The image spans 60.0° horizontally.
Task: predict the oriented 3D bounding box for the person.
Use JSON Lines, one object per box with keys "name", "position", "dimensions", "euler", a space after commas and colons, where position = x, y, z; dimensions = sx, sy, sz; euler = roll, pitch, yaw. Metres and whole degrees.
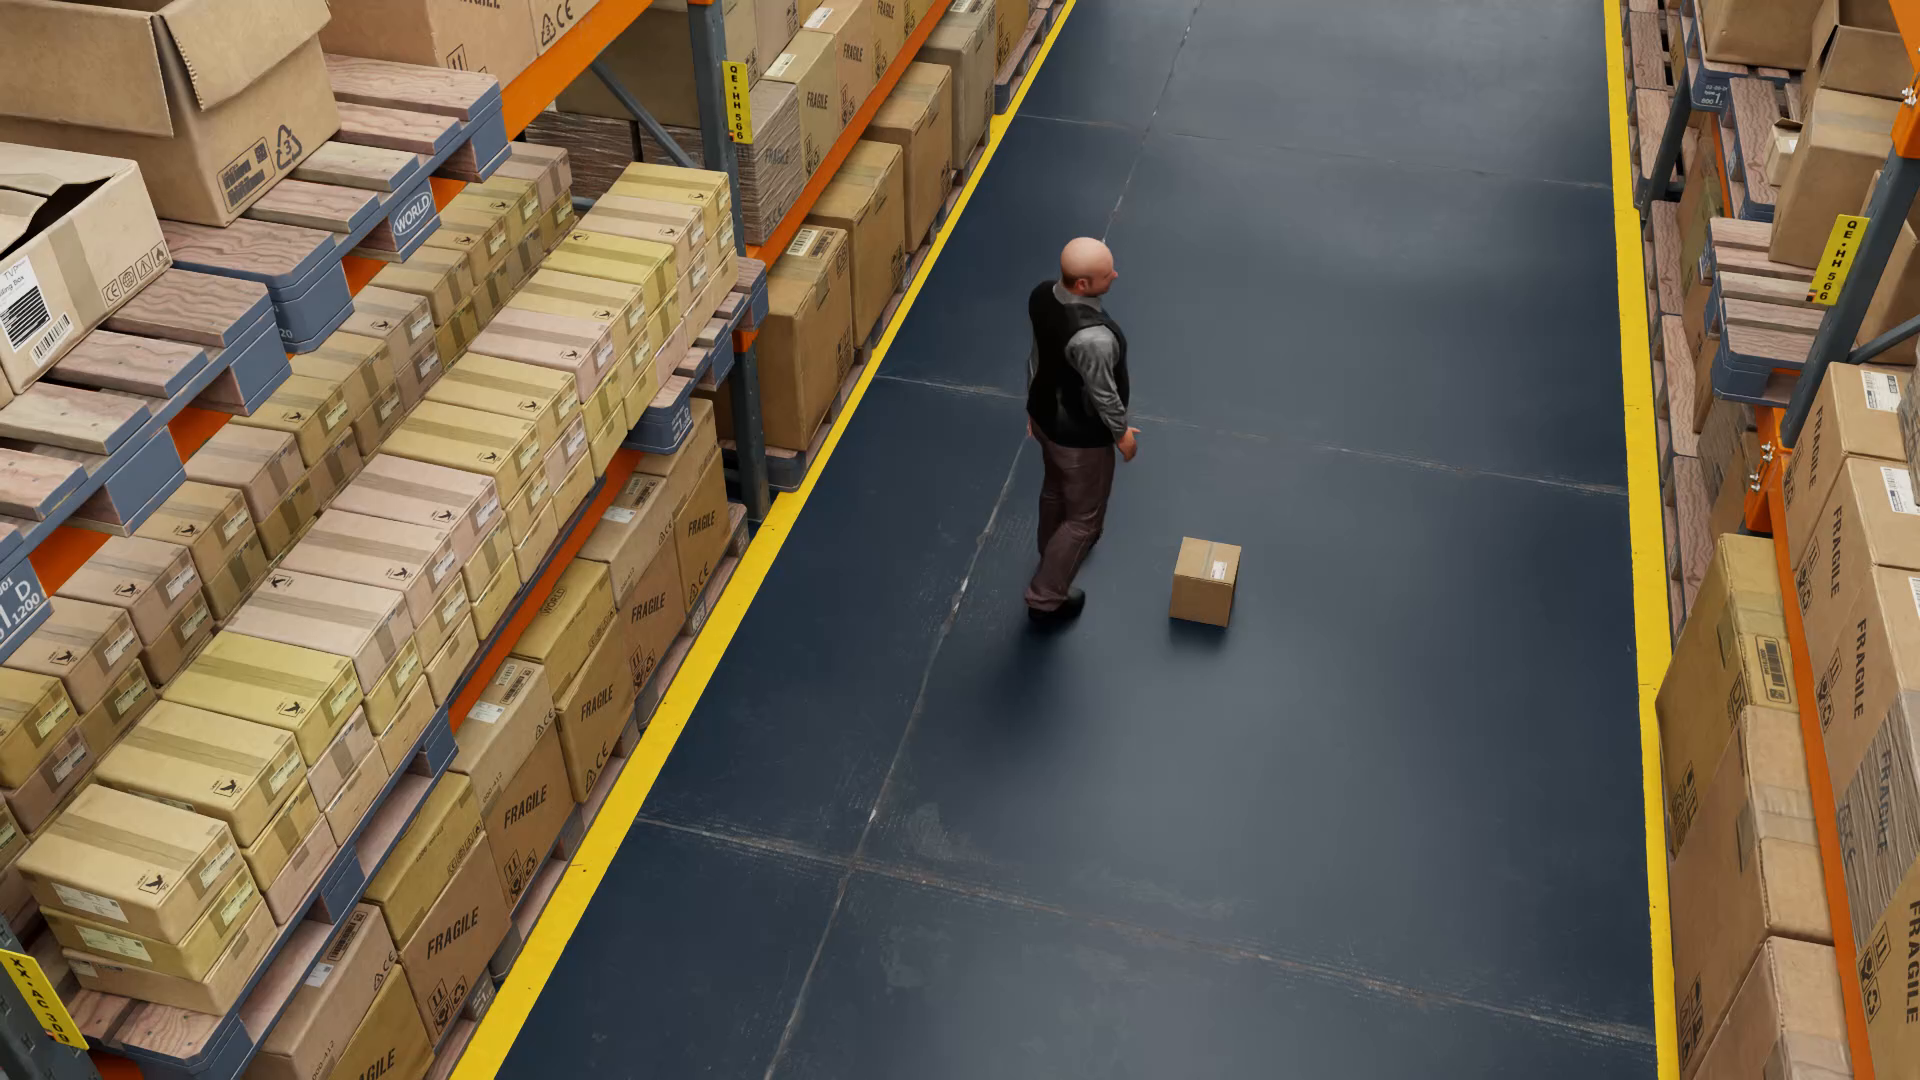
{"name": "person", "position": [0.458, -0.463, 6.681], "dimensions": [0.532, 1.721, 0.537], "euler": [-15, 43, -16]}
